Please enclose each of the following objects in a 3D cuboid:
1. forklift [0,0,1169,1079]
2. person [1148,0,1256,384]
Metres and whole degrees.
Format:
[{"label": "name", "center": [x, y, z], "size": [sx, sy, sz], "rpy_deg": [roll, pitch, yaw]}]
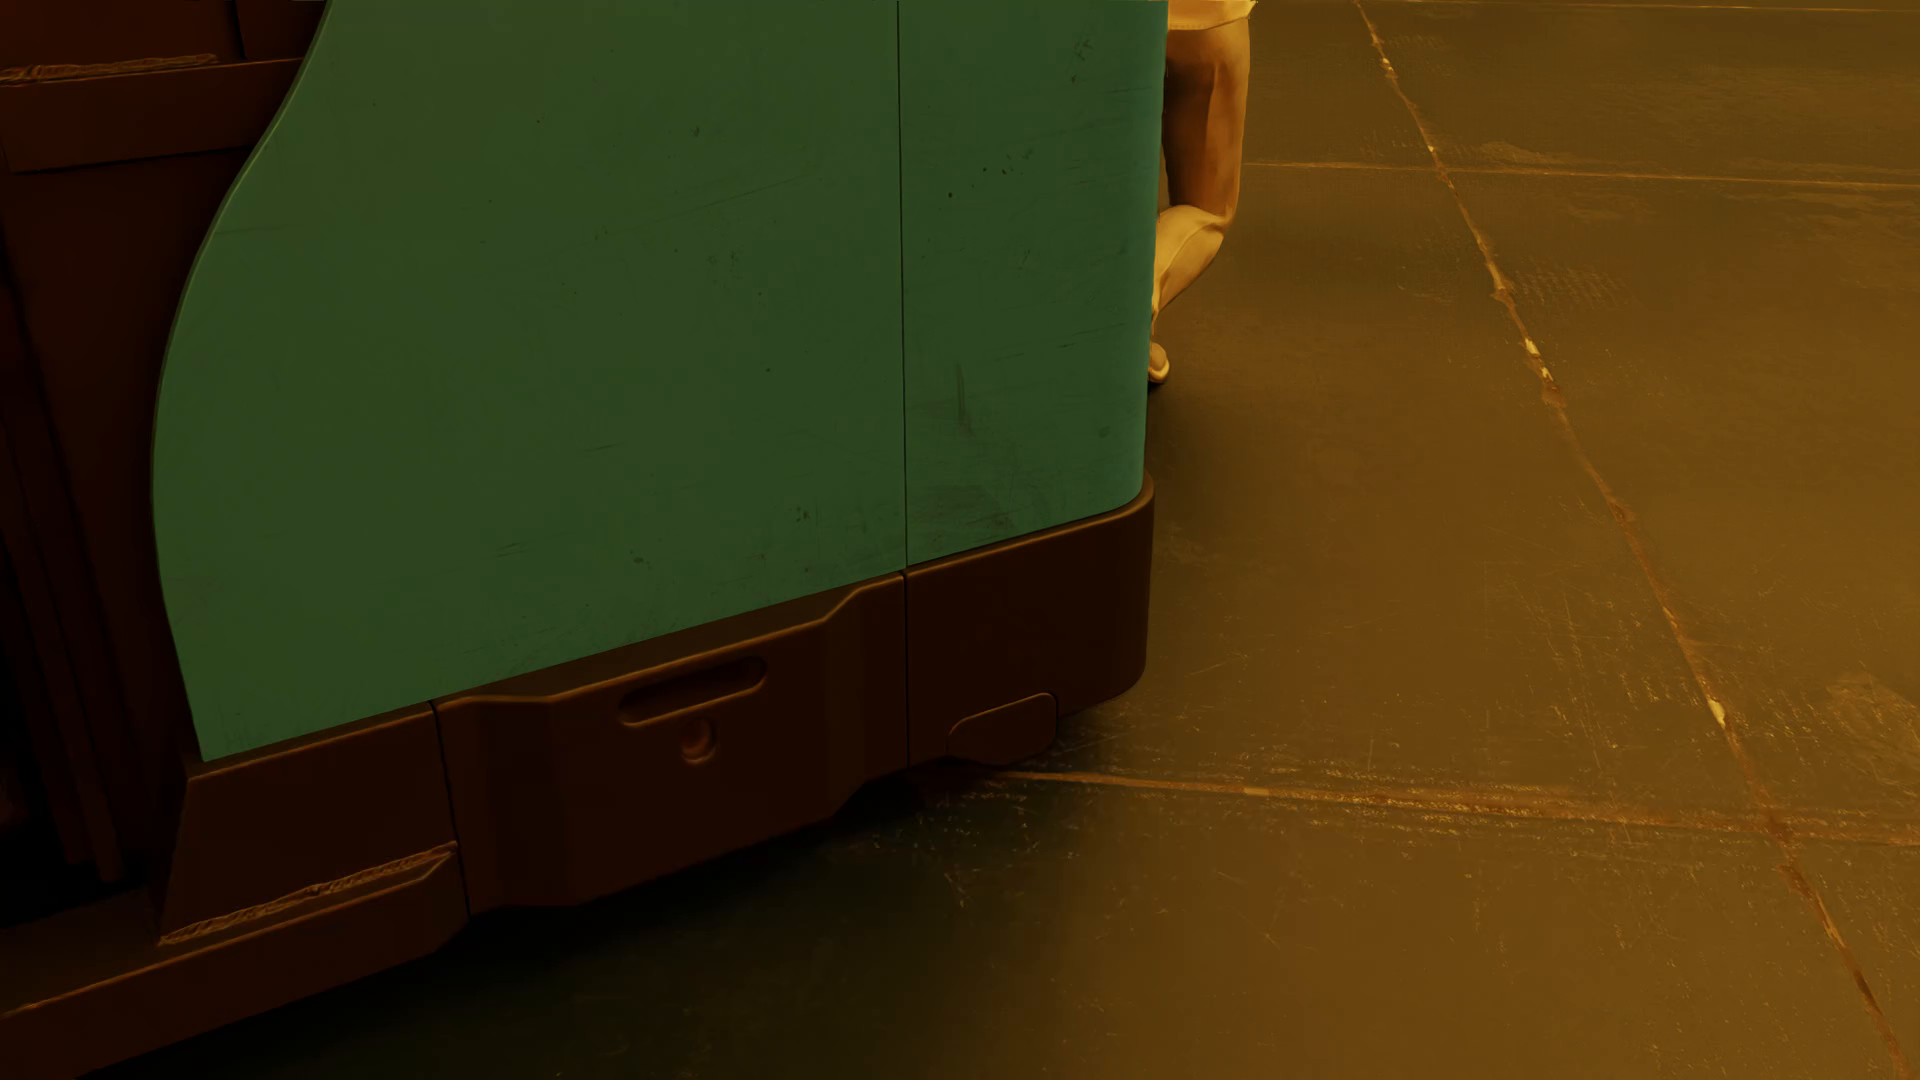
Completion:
[{"label": "forklift", "center": [-1.299, -0.931, 1.083], "size": [3.031, 2.935, 1.130], "rpy_deg": [-15, 30, -28]}, {"label": "person", "center": [0.066, -1.031, 3.026], "size": [0.943, 1.392, 0.882], "rpy_deg": [0, 27, 0]}]
